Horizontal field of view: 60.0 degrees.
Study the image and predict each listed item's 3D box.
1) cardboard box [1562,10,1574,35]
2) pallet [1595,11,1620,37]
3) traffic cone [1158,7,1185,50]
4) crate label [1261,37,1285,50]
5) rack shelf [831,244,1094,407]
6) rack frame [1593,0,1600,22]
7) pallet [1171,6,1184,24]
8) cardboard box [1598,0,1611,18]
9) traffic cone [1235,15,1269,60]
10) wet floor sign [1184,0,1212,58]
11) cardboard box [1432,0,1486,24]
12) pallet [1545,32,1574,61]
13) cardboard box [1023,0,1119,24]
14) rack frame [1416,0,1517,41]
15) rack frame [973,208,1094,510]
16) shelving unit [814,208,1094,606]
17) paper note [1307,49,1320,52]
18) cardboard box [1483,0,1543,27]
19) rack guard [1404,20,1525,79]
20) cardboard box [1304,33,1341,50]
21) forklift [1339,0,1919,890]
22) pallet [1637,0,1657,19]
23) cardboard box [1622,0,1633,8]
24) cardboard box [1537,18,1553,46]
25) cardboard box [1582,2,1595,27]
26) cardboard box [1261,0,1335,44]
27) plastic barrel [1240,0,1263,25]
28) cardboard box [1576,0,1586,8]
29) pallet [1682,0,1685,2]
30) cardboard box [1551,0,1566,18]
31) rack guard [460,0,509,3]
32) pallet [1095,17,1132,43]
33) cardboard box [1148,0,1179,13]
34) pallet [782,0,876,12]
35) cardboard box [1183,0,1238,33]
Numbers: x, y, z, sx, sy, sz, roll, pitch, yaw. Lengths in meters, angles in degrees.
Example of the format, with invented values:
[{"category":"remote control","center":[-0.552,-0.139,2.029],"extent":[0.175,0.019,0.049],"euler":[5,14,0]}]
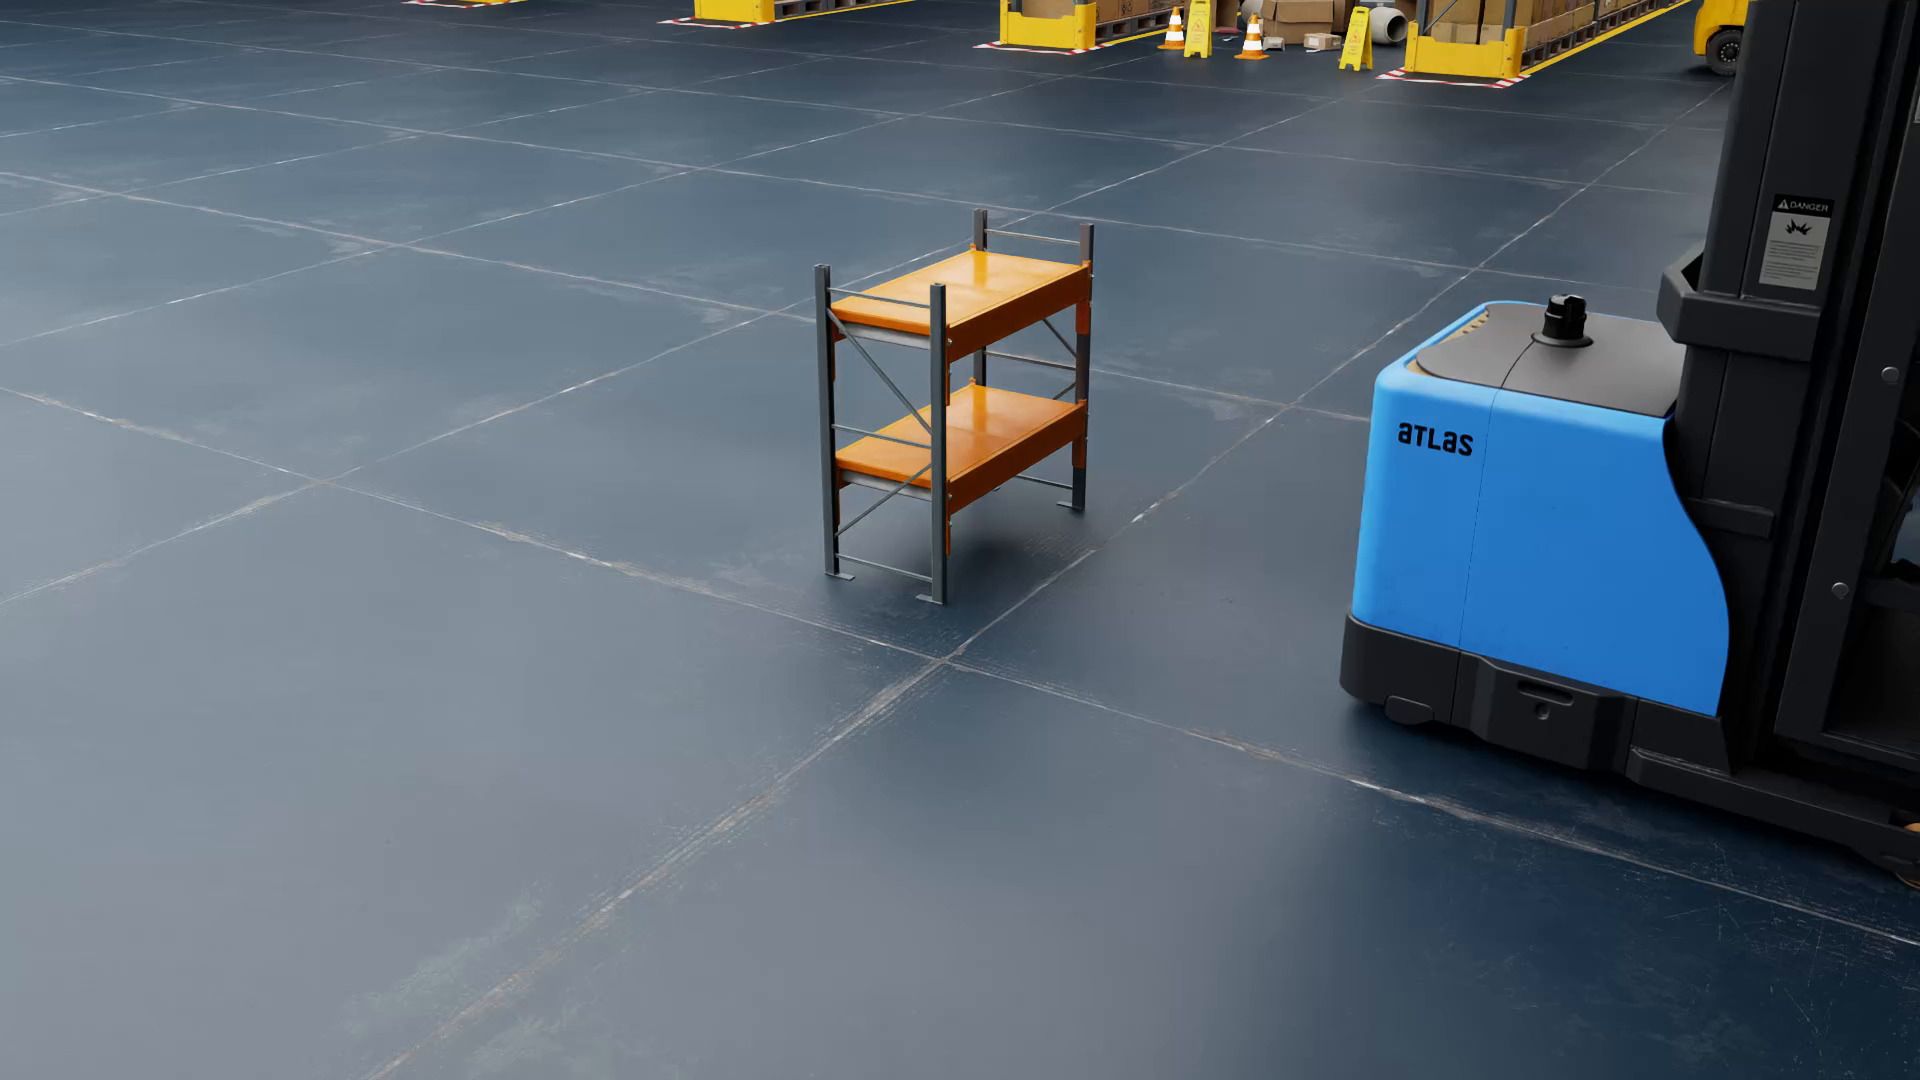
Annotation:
[{"category":"cardboard box","center":[6.802,-6.020,19.314],"extent":[0.500,0.250,0.500],"euler":[14,27,30]},{"category":"pallet","center":[7.840,-6.681,21.418],"extent":[1.003,0.211,1.213],"euler":[14,27,29]},{"category":"traffic cone","center":[2.548,-6.069,19.686],"extent":[0.336,0.463,0.334],"euler":[14,27,29]},{"category":"crate label","center":[3.691,-5.846,19.581],"extent":[0.250,0.136,0.298],"euler":[1,23,2]},{"category":"rack shelf","center":[0.004,-0.787,5.916],"extent":[0.538,0.278,1.000],"euler":[14,27,29]},{"category":"rack frame","center":[7.430,-7.698,20.256],"extent":[1.000,3.000,0.127],"euler":[14,27,29]},{"category":"pallet","center":[2.704,-7.181,22.573],"extent":[1.003,0.211,1.213],"euler":[14,27,29]},{"category":"cardboard box","center":[7.705,-6.862,21.105],"extent":[0.950,0.372,0.625],"euler":[14,27,30]},{"category":"traffic cone","center":[3.329,-5.717,18.874],"extent":[0.336,0.463,0.334],"euler":[14,27,29]},{"category":"wet floor sign","center":[2.728,-5.846,18.942],"extent":[0.267,0.644,0.232],"euler":[9,25,20]},{"category":"cardboard box","center":[5.521,-5.948,18.202],"extent":[0.500,0.500,0.500],"euler":[14,27,29]},{"category":"pallet","center":[6.463,-5.771,19.315],"extent":[1.003,0.211,1.213],"euler":[14,27,29]},{"category":"cardboard box","center":[1.363,-6.811,20.354],"extent":[0.875,0.875,0.875],"euler":[14,27,29]},{"category":"rack frame","center":[5.320,-6.348,17.138],"extent":[1.000,3.000,0.127],"euler":[14,27,29]},{"category":"rack frame","center":[0.272,-0.690,6.428],"extent":[0.500,1.125,0.032],"euler":[14,27,29]},{"category":"shelving unit","center":[0.004,-0.518,6.032],"extent":[0.538,1.125,1.048],"euler":[14,27,29]},{"category":"paper note","center":[4.128,-5.722,19.428],"extent":[0.148,0.019,0.142],"euler":[5,24,11]},{"category":"cardboard box","center":[5.993,-5.845,17.965],"extent":[0.500,0.500,0.500],"euler":[13,27,27]},{"category":"rack guard","center":[5.360,-5.226,17.694],"extent":[1.175,0.500,0.348],"euler":[14,27,29]},{"category":"cardboard box","center":[4.295,-5.905,19.703],"extent":[0.250,0.149,0.380],"euler":[-12,26,-26]},{"category":"forklift","center":[2.657,-0.656,4.077],"extent":[3.031,2.935,1.130],"euler":[15,28,31]},{"category":"pallet","center":[9.127,-7.505,23.320],"extent":[1.003,0.211,1.213],"euler":[14,27,29]},{"category":"cardboard box","center":[8.446,-7.341,22.210],"extent":[0.950,0.372,0.625],"euler":[15,28,31]},{"category":"cardboard box","center":[6.256,-5.664,18.490],"extent":[0.500,0.250,0.500],"euler":[15,28,31]},{"category":"cardboard box","center":[7.347,-6.373,20.128],"extent":[0.500,0.250,0.500],"euler":[15,28,31]},{"category":"cardboard box","center":[4.096,-6.326,20.229],"extent":[0.797,0.503,0.637],"euler":[-3,24,-7]},{"category":"plastic barrel","center":[3.876,-6.815,21.458],"extent":[0.421,0.421,0.512],"euler":[-7,24,-17]},{"category":"cardboard box","center":[7.079,-6.545,19.582],"extent":[0.500,0.500,0.500],"euler":[14,27,30]},{"category":"pallet","center":[10.664,-8.429,25.454],"extent":[1.003,0.211,1.213],"euler":[14,27,29]},{"category":"cardboard box","center":[6.536,-6.190,18.762],"extent":[0.500,0.500,0.500],"euler":[14,27,30]},{"category":"rack guard","center":[-7.307,-8.351,24.911],"extent":[1.175,0.500,0.348],"euler":[14,27,29]},{"category":"pallet","center":[1.417,-6.358,20.670],"extent":[1.003,0.211,1.213],"euler":[14,27,29]},{"category":"cardboard box","center":[2.308,-7.416,21.751],"extent":[0.875,0.875,0.875],"euler":[14,27,29]},{"category":"pallet","center":[-1.956,-7.848,24.112],"extent":[1.003,0.211,1.213],"euler":[14,27,29]},{"category":"cardboard box","center":[3.225,-6.816,21.363],"extent":[0.500,0.500,0.500],"euler":[20,30,38]}]
